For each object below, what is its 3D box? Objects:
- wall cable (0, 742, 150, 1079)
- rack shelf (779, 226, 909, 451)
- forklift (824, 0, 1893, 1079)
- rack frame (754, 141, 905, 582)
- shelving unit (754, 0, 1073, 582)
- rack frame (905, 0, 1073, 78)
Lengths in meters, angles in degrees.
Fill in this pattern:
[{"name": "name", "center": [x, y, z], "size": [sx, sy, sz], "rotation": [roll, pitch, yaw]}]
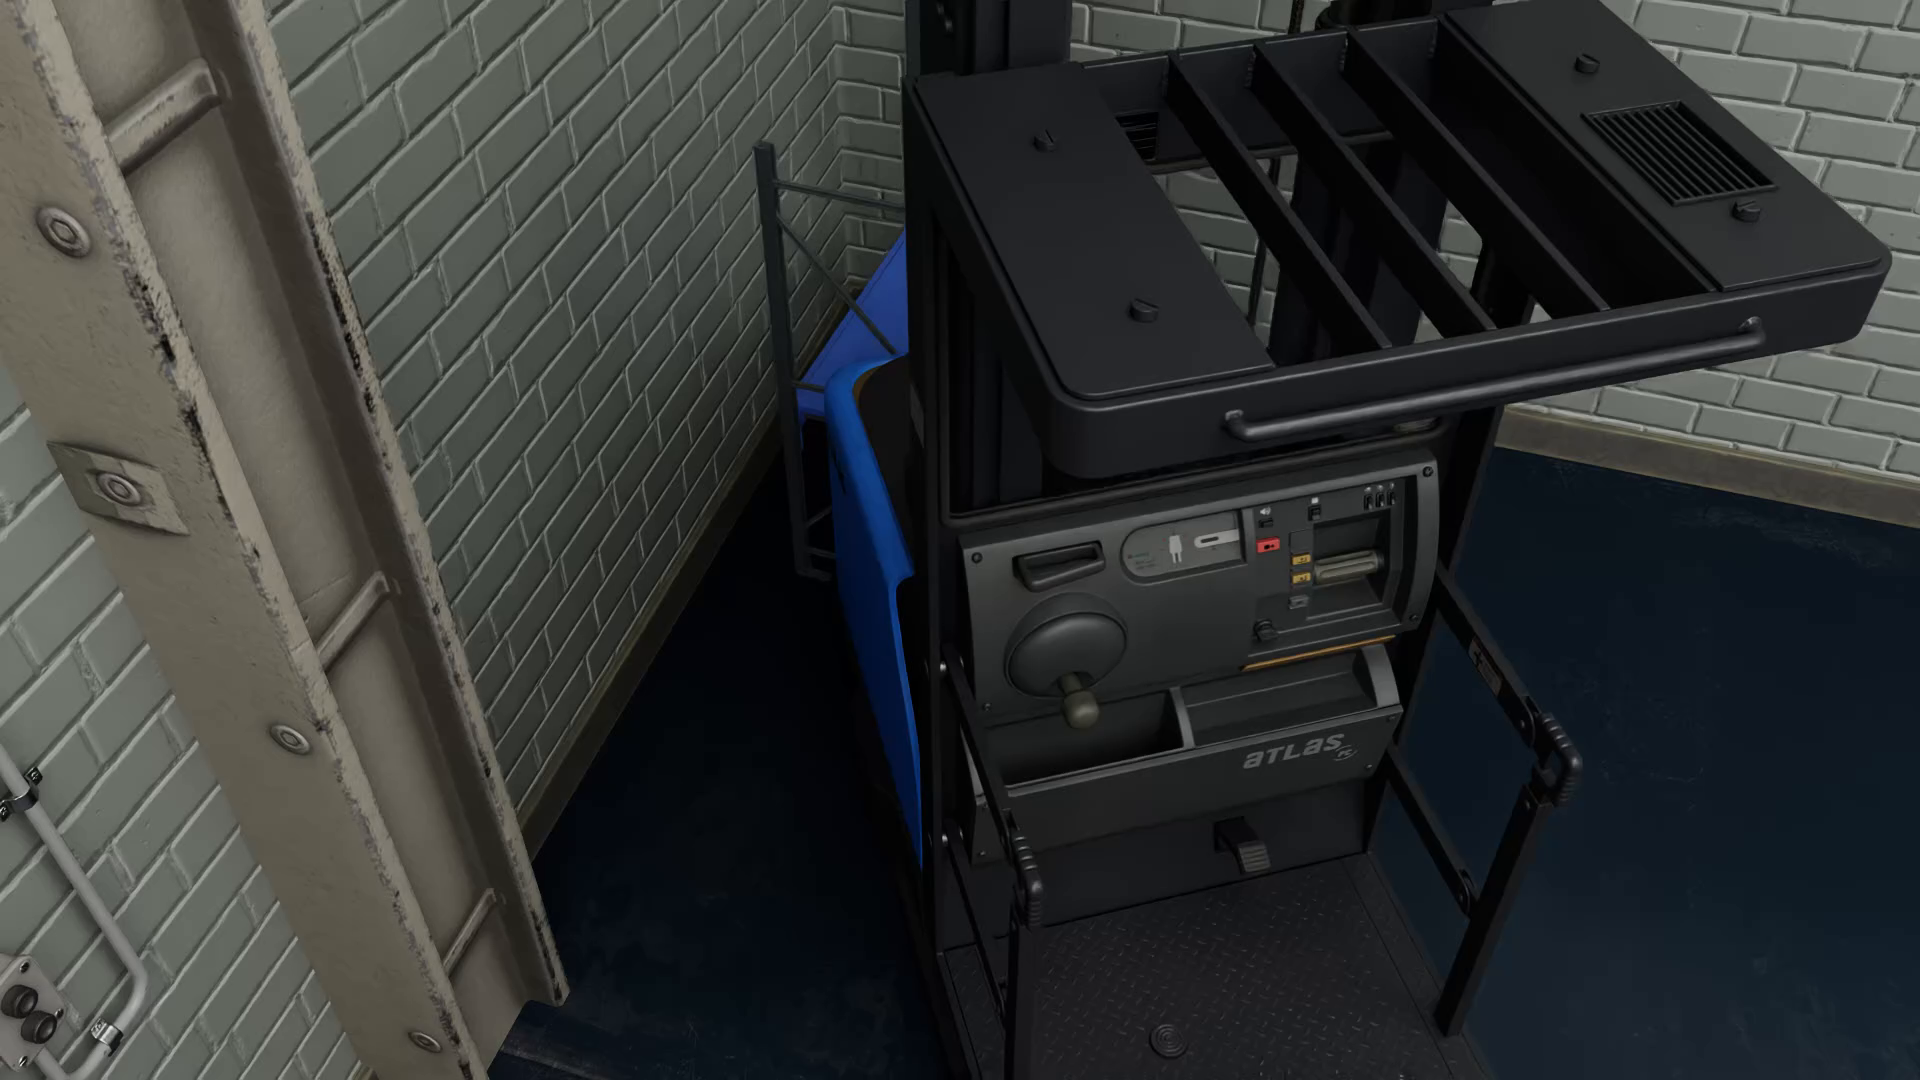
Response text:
[{"name": "wall cable", "center": [-1.675, 0.702, 1.662], "size": [0.084, 1.984, 1.851], "rotation": [13, 46, 13]}, {"name": "rack shelf", "center": [-0.095, -0.589, 5.037], "size": [0.538, 0.185, 1.000], "rotation": [14, 46, 14]}, {"name": "forklift", "center": [0.519, 0.186, 2.964], "size": [1.130, 2.935, 3.031], "rotation": [-11, 45, -11]}, {"name": "rack frame", "center": [-0.268, -0.383, 4.570], "size": [0.500, 1.500, 0.032], "rotation": [14, 46, 14]}, {"name": "shelving unit", "center": [-0.095, -0.718, 4.911], "size": [0.538, 1.500, 1.048], "rotation": [14, 46, 14]}, {"name": "rack frame", "center": [0.079, -1.052, 5.253], "size": [0.500, 1.500, 0.032], "rotation": [14, 46, 14]}]
